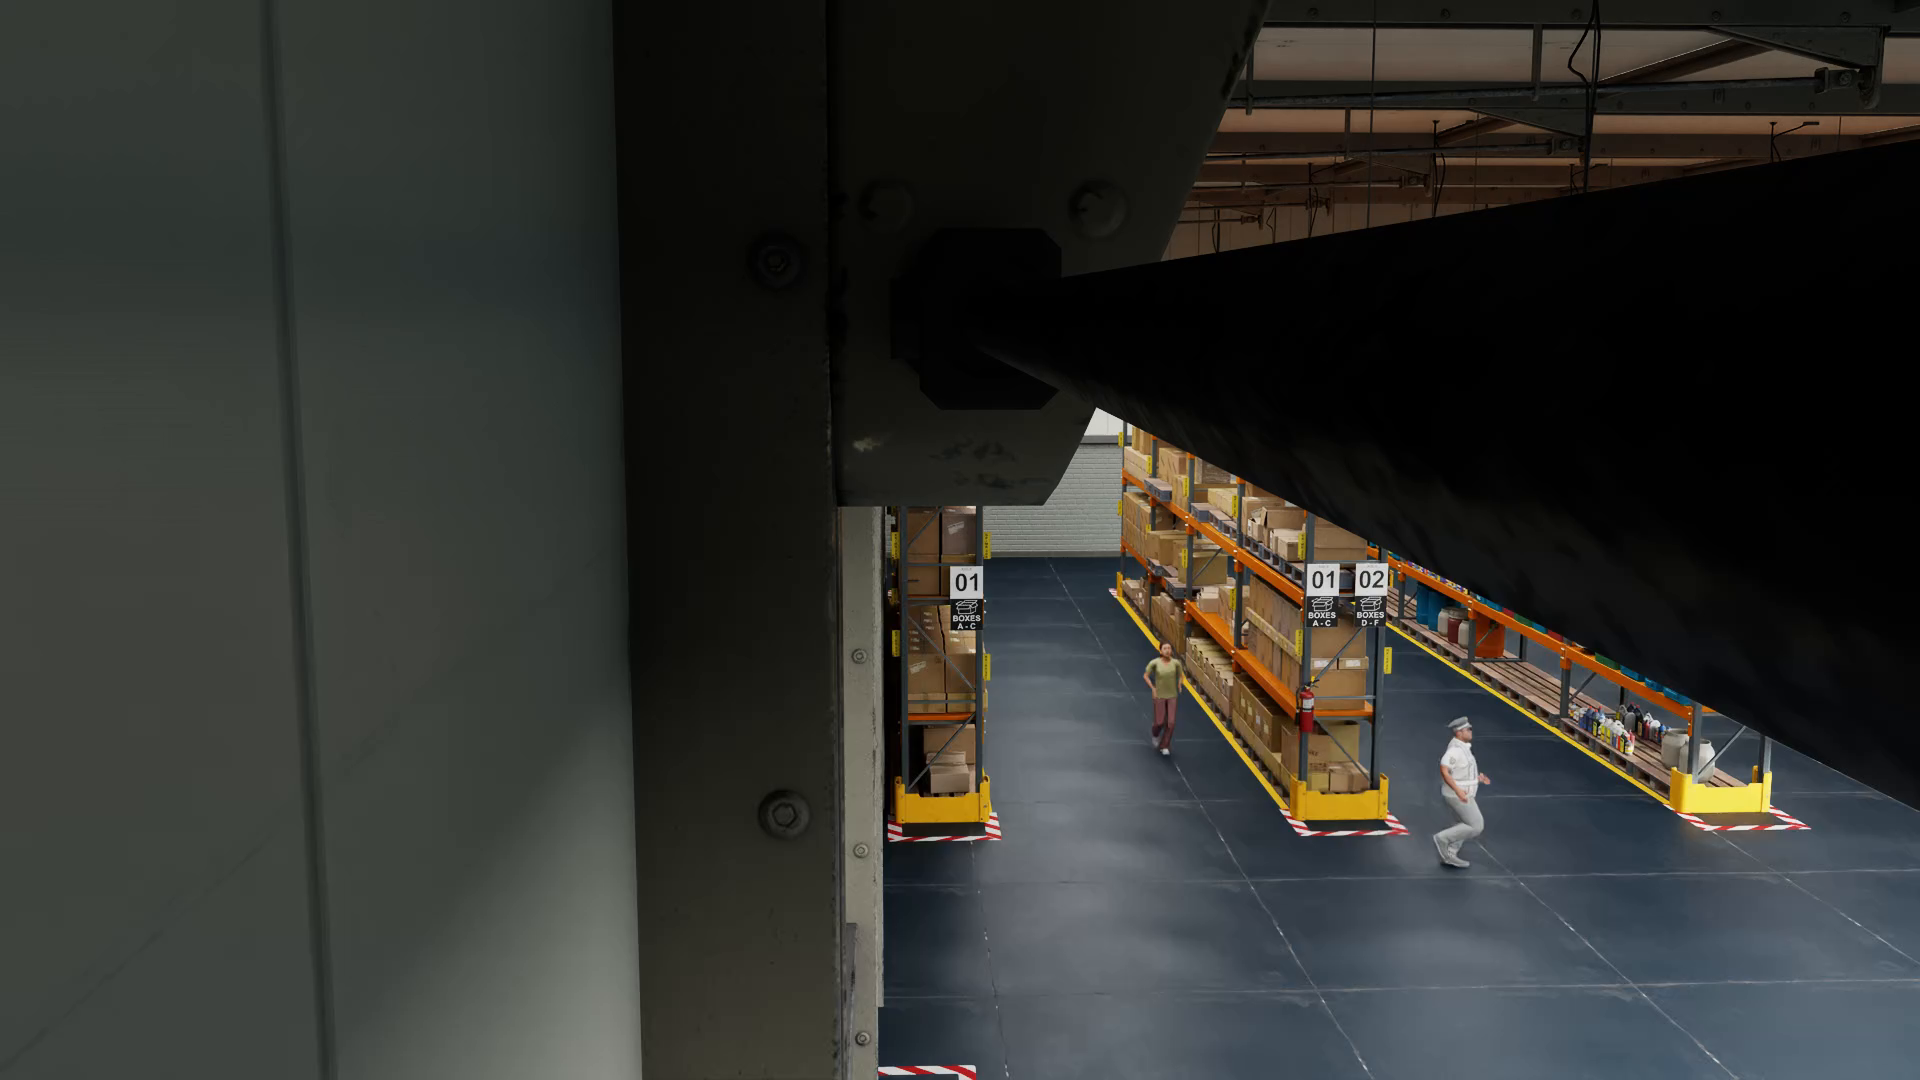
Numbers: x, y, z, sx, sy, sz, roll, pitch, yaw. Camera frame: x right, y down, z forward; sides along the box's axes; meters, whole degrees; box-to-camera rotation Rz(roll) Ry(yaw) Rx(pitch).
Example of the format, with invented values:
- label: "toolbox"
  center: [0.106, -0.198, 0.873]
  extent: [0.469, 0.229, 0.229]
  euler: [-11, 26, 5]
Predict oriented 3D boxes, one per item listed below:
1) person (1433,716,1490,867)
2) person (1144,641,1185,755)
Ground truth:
- label: "person"
  center: [5.681, 2.847, 18.805]
  extent: [0.598, 1.745, 0.661]
  euler: [3, 8, 18]
- label: "person"
  center: [2.908, 2.226, 23.556]
  extent: [0.576, 1.622, 0.559]
  euler: [-1, 8, -5]
